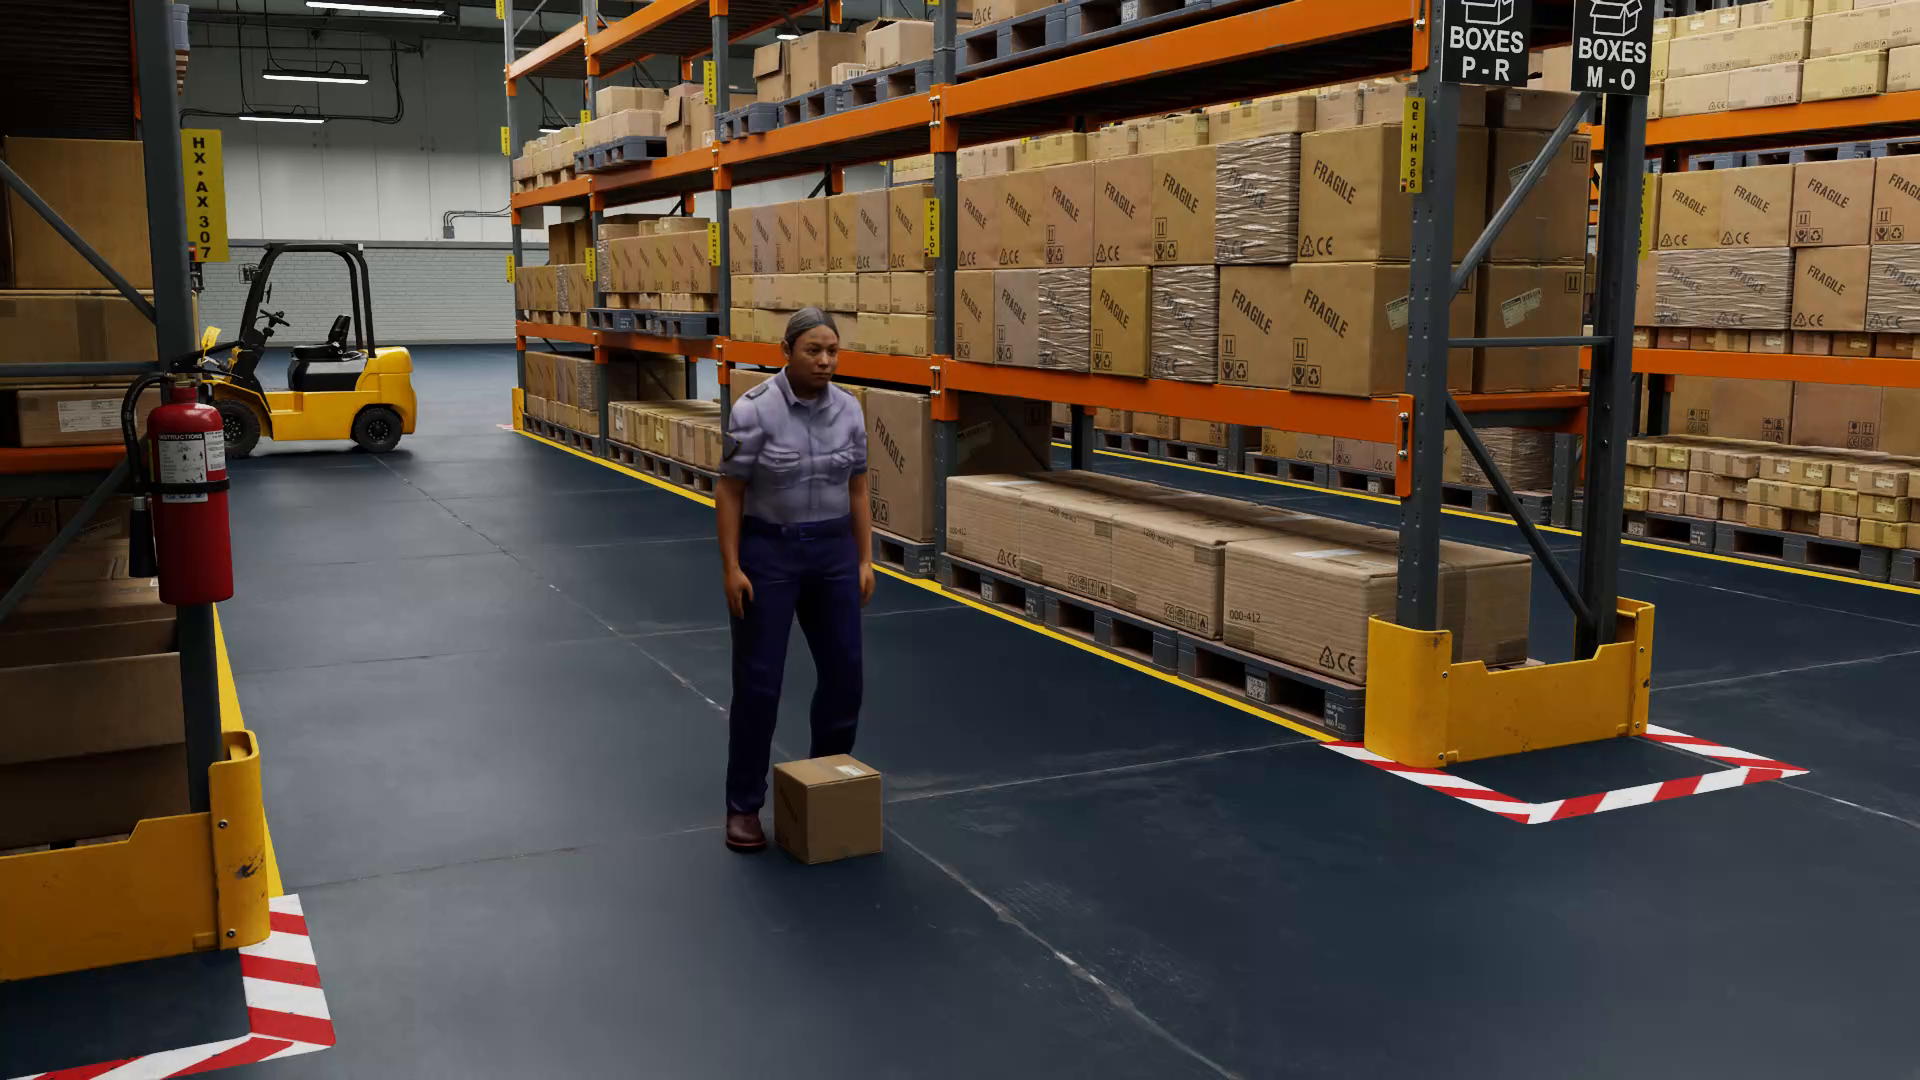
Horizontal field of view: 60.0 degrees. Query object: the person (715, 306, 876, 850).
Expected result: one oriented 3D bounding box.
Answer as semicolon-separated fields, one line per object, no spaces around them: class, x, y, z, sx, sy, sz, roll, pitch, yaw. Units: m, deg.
person;-0.518;0.101;5.212;0.555;1.650;0.370;-5;10;-29
